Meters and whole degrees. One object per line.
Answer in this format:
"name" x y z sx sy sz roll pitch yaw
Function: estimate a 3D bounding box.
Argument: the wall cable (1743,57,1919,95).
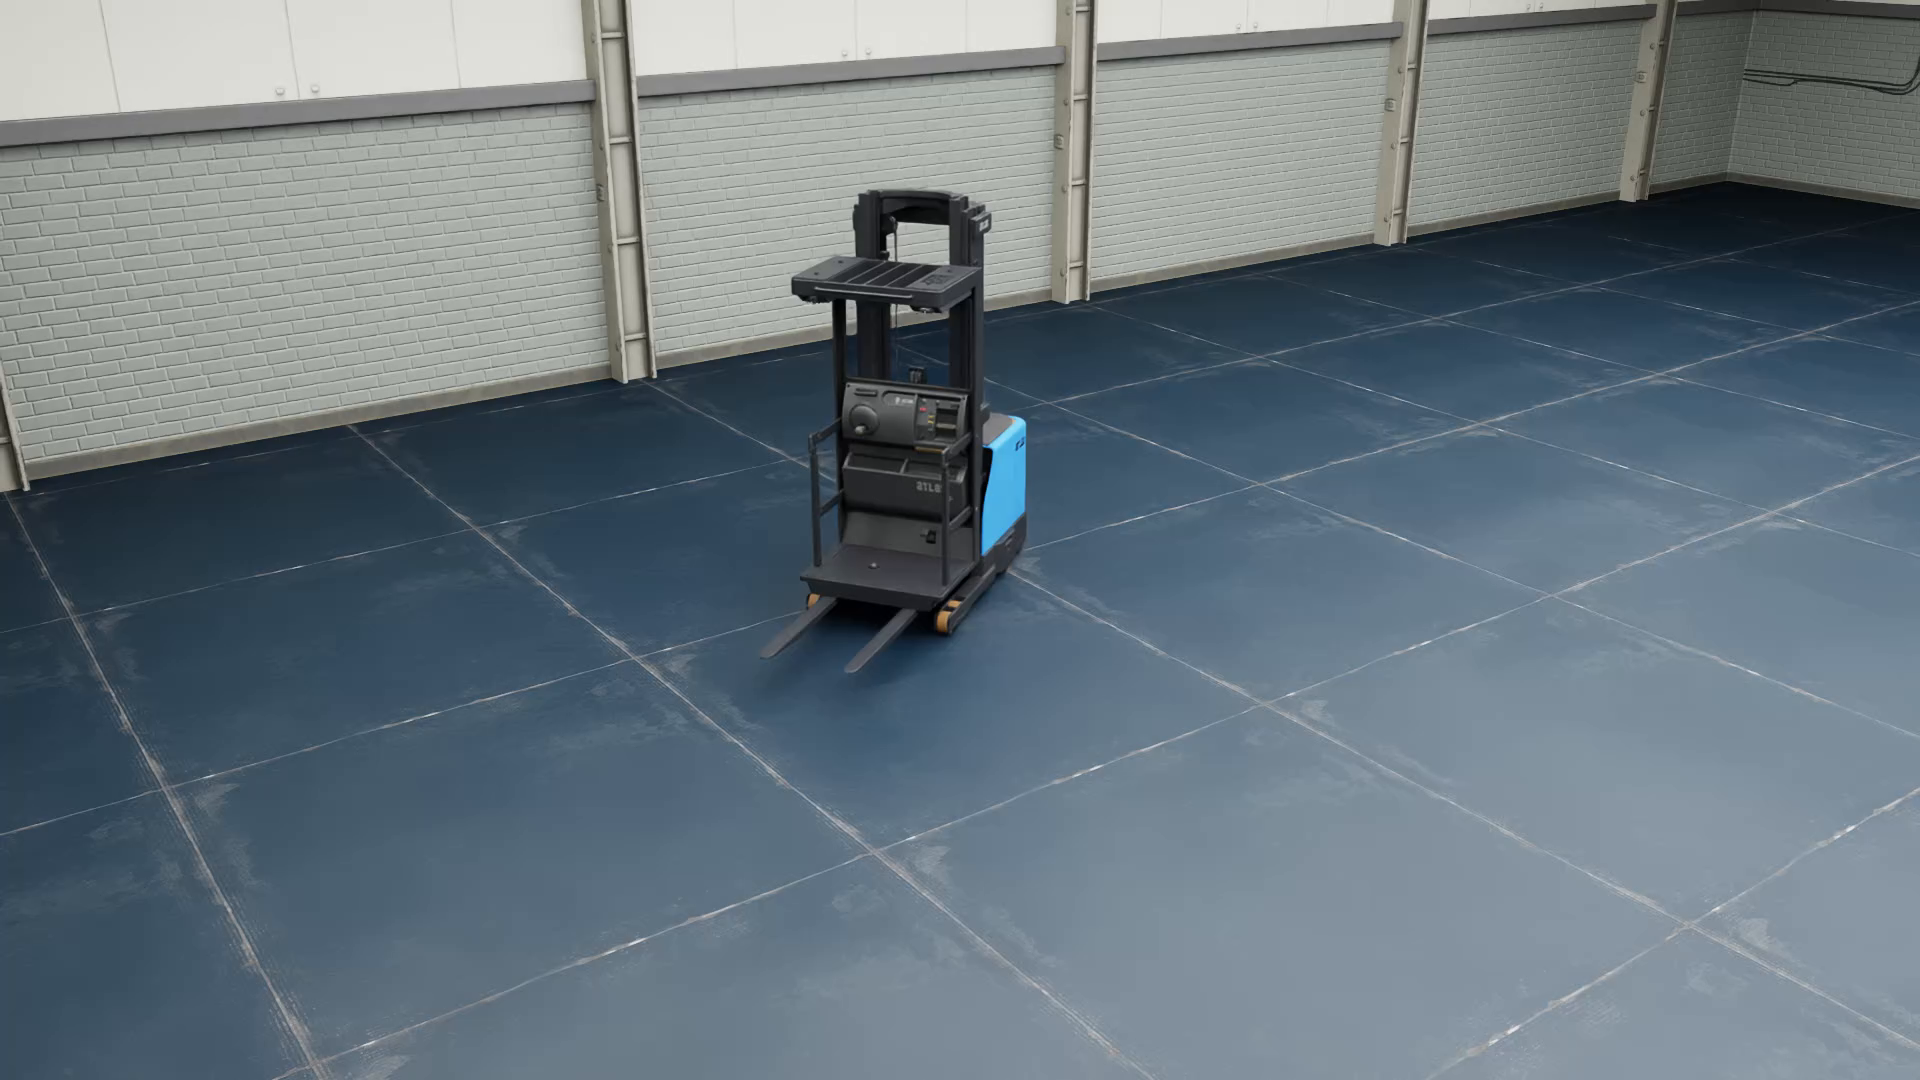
"wall cable" 14.294 -8.613 27.029 0.112 2.526 3.097 -15 26 -33

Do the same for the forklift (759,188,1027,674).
"forklift" -0.468 -0.870 11.622 1.130 2.935 3.031 8 23 19

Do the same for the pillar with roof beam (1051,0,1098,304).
"pillar with roof beam" 3.904 -5.923 16.098 0.400 9.000 9.100 -15 26 -33

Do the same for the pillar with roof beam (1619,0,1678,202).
"pillar with roof beam" 13.645 -8.520 22.607 0.400 9.000 9.100 -15 26 -33

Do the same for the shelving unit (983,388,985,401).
"shelving unit" 0.052 -0.633 13.364 0.258 1.200 0.189 8 23 19

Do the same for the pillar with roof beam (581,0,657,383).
"pillar with roof beam" -0.967 -4.624 12.843 0.400 9.000 9.100 -15 26 -33

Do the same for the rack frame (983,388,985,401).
"rack frame" 0.084 -0.665 13.443 0.240 1.200 0.006 8 23 19

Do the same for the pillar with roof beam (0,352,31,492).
"pillar with roof beam" -5.837 -3.326 9.589 0.400 9.000 9.100 -15 26 -33

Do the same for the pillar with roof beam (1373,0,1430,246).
"pillar with roof beam" 8.774 -7.222 19.352 0.400 9.000 9.100 -15 26 -33
